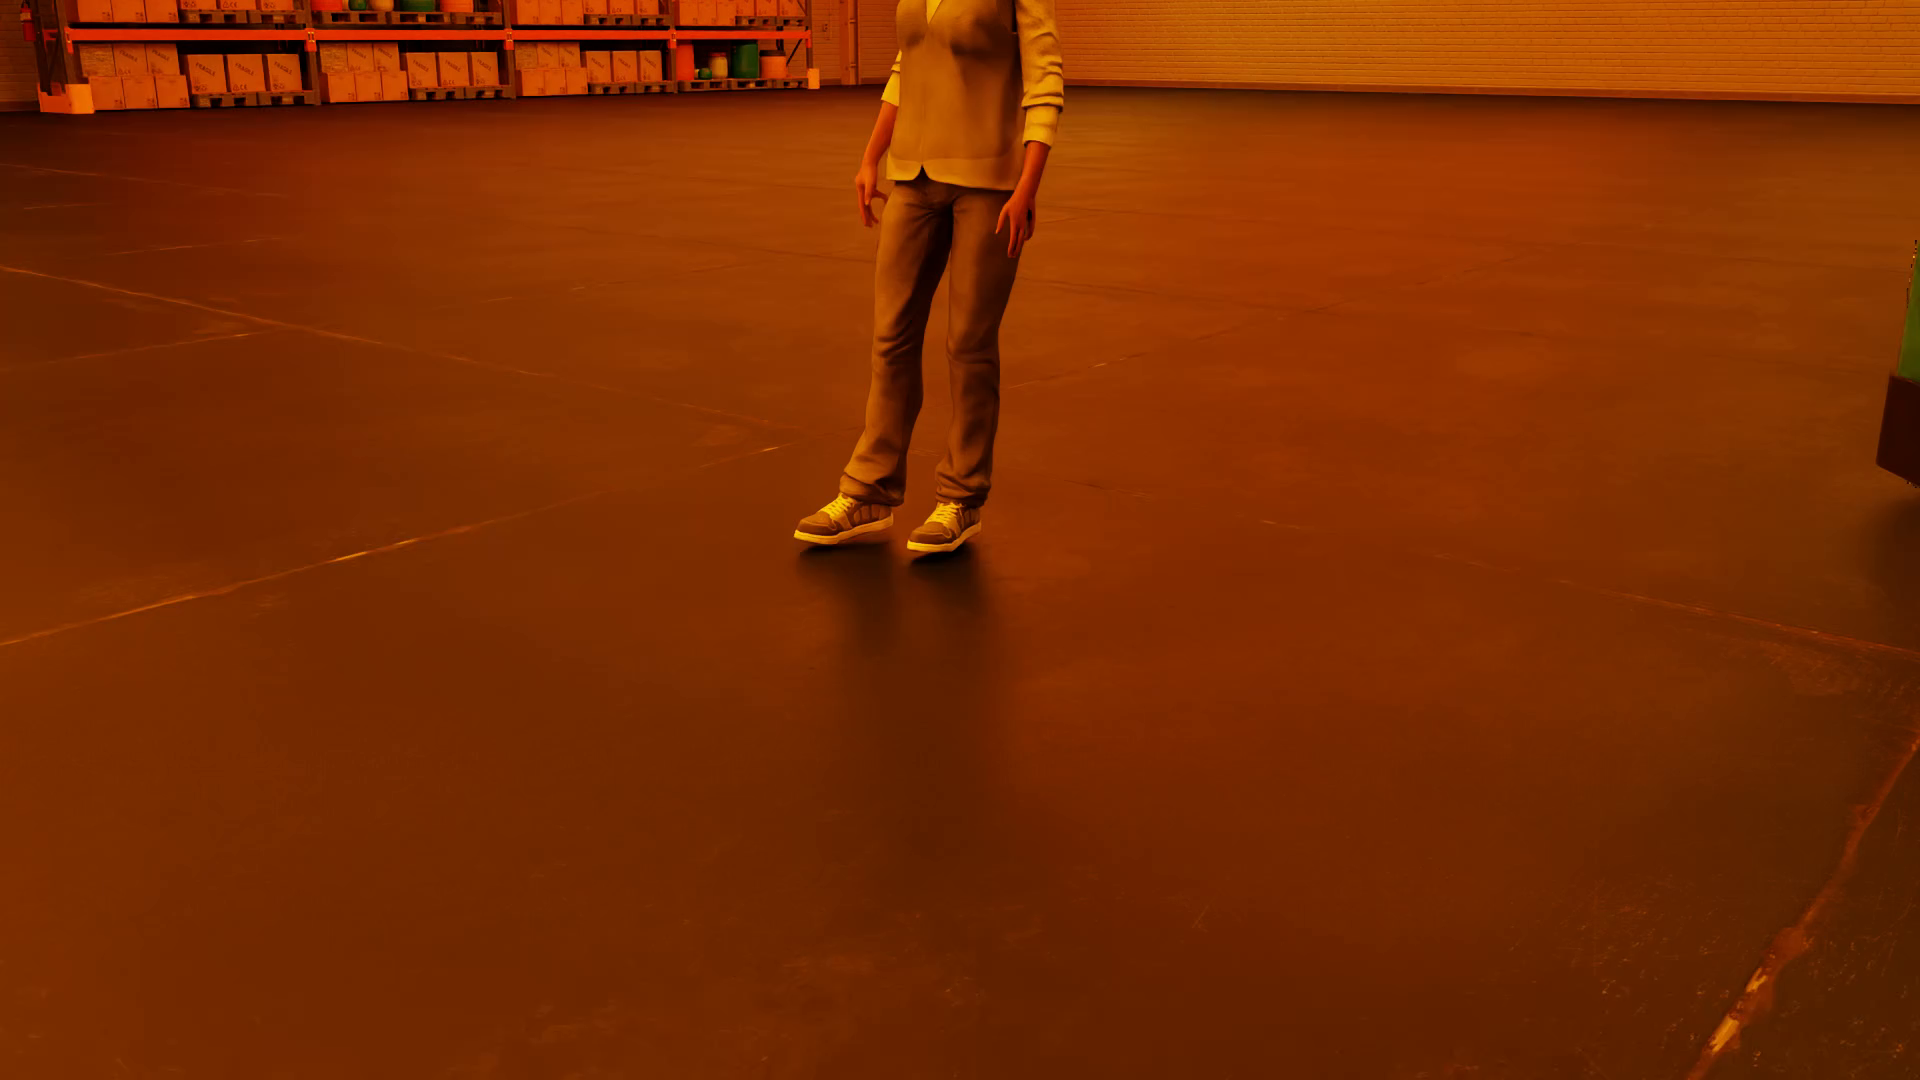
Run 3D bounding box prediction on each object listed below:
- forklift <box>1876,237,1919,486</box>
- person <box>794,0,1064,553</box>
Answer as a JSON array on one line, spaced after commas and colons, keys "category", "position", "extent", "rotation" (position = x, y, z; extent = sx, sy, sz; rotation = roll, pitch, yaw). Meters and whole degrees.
[{"category": "forklift", "position": [3.892, -1.390, 3.474], "extent": [3.031, 2.935, 1.130], "rotation": [0, 17, 1]}, {"category": "person", "position": [-0.057, -0.757, 3.662], "extent": [0.521, 1.596, 0.475], "rotation": [13, 21, 37]}]
